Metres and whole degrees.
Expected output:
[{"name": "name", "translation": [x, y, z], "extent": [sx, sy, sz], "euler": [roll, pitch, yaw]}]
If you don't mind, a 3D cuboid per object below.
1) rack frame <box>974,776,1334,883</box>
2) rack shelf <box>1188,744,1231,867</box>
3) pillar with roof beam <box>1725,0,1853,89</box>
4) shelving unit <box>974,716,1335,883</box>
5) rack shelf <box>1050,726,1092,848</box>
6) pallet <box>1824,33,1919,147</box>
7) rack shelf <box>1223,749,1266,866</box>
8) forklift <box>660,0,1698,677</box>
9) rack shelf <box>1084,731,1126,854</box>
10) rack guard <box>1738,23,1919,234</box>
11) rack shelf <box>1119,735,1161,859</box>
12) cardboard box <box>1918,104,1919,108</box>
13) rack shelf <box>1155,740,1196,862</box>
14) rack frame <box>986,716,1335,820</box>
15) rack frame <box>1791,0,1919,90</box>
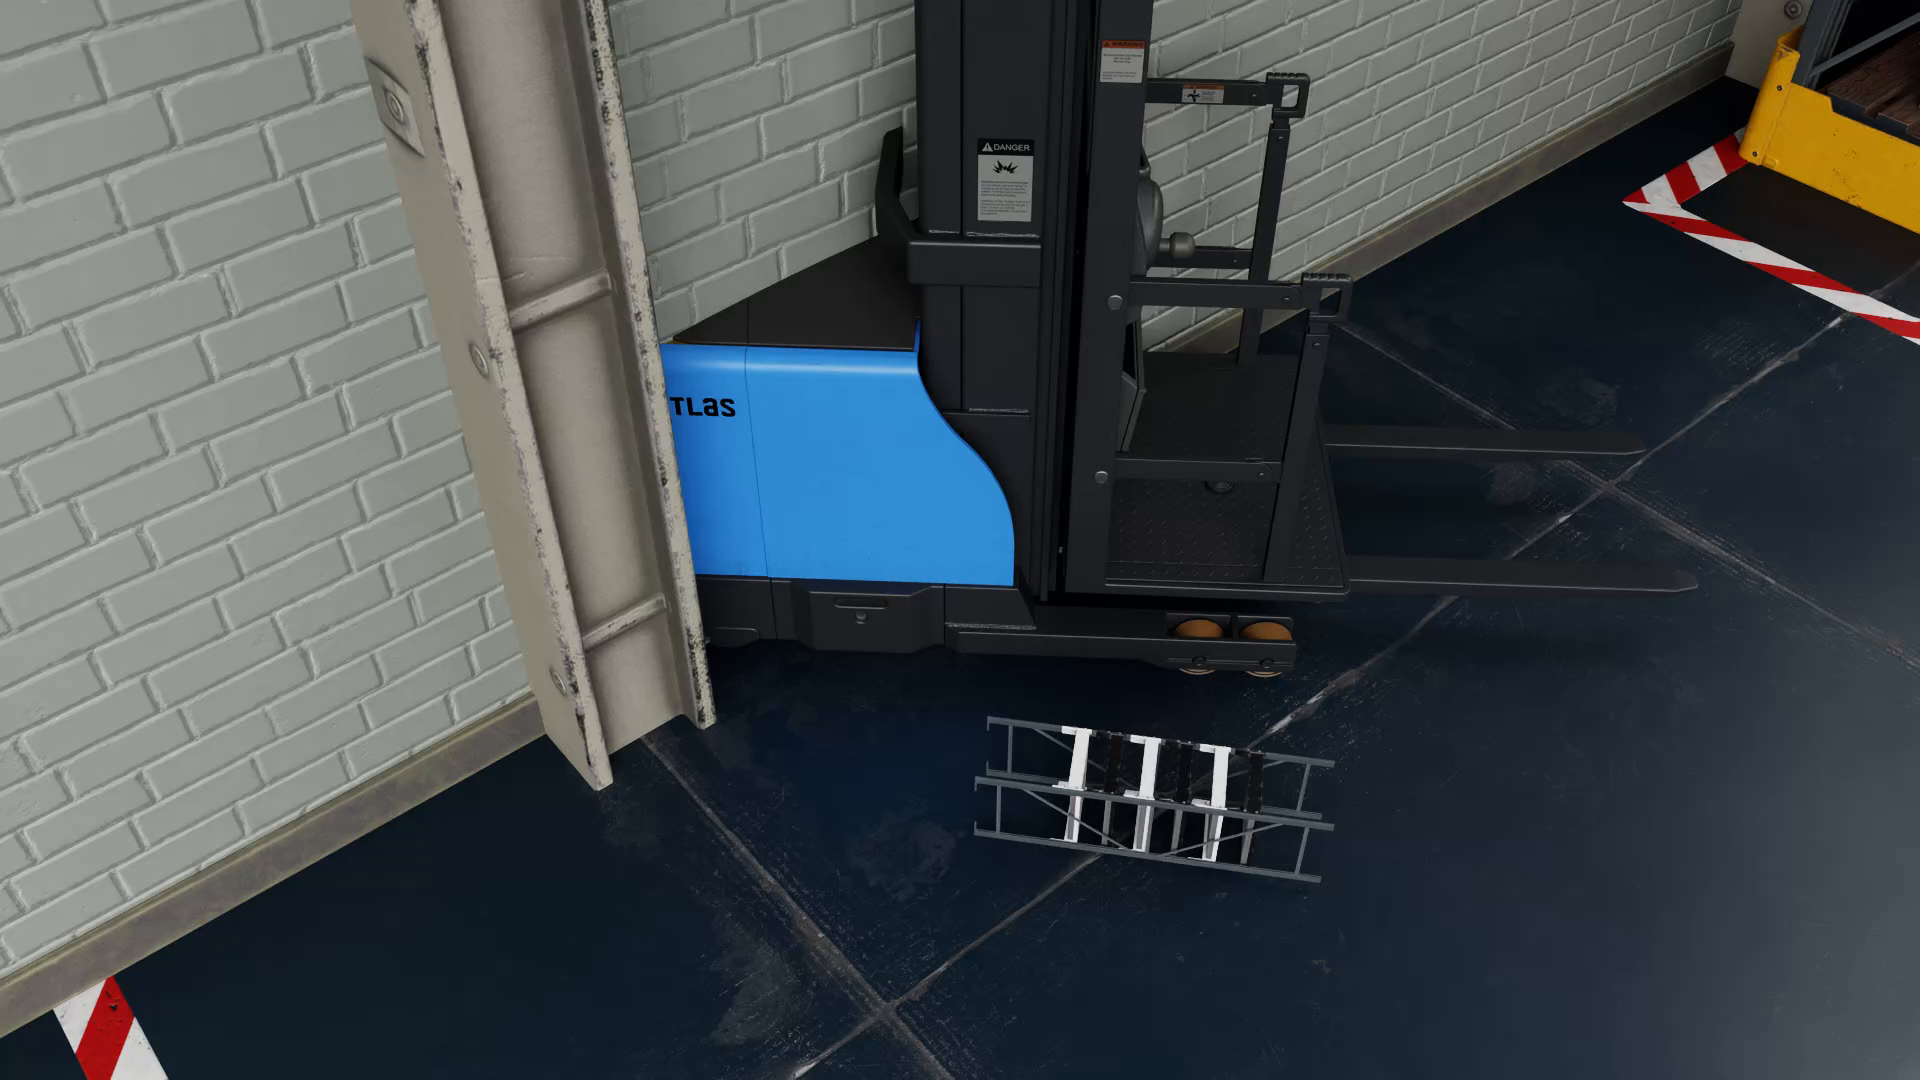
[{"name": "rack frame", "translation": [0.482, 0.740, 4.247], "extent": [0.900, 0.240, 0.006], "euler": [7, 44, 7]}, {"name": "rack shelf", "translation": [0.643, 0.688, 4.302], "extent": [0.077, 0.258, 0.200], "euler": [7, 44, 7]}, {"name": "pillar with roof beam", "translation": [6.429, -3.138, 2.018], "extent": [0.400, 9.000, 9.100], "euler": [-30, 51, -28]}, {"name": "shelving unit", "translation": [0.499, 0.671, 4.320], "extent": [0.900, 0.258, 0.210], "euler": [7, 44, 7]}, {"name": "rack shelf", "translation": [0.288, 0.647, 4.346], "extent": [0.077, 0.258, 0.200], "euler": [7, 44, 7]}, {"name": "pallet", "translation": [4.389, -1.806, 7.018], "extent": [1.213, 0.211, 1.003], "euler": [-30, 51, -28]}, {"name": "rack shelf", "translation": [0.732, 0.699, 4.291], "extent": [0.077, 0.258, 0.200], "euler": [7, 44, 7]}, {"name": "forklift", "translation": [0.627, -1.047, 4.224], "extent": [3.031, 2.935, 1.130], "euler": [2, 43, 2]}, {"name": "rack shelf", "translation": [0.377, 0.657, 4.335], "extent": [0.077, 0.258, 0.200], "euler": [7, 44, 7]}, {"name": "rack guard", "translation": [3.744, -1.573, 6.559], "extent": [0.348, 0.500, 1.175], "euler": [-30, 51, -28]}, {"name": "rack shelf", "translation": [0.466, 0.668, 4.324], "extent": [0.077, 0.258, 0.200], "euler": [7, 44, 7]}, {"name": "cardboard box", "translation": [4.274, -1.887, 6.711], "extent": [0.500, 0.311, 0.500], "euler": [33, 52, 30]}, {"name": "rack shelf", "translation": [0.554, 0.678, 4.313], "extent": [0.077, 0.258, 0.200], "euler": [7, 44, 7]}, {"name": "rack frame", "translation": [0.516, 0.603, 4.393], "extent": [0.900, 0.240, 0.006], "euler": [7, 44, 7]}, {"name": "rack frame", "translation": [3.685, -2.450, 5.668], "extent": [0.127, 3.000, 1.000], "euler": [-30, 51, -28]}]
